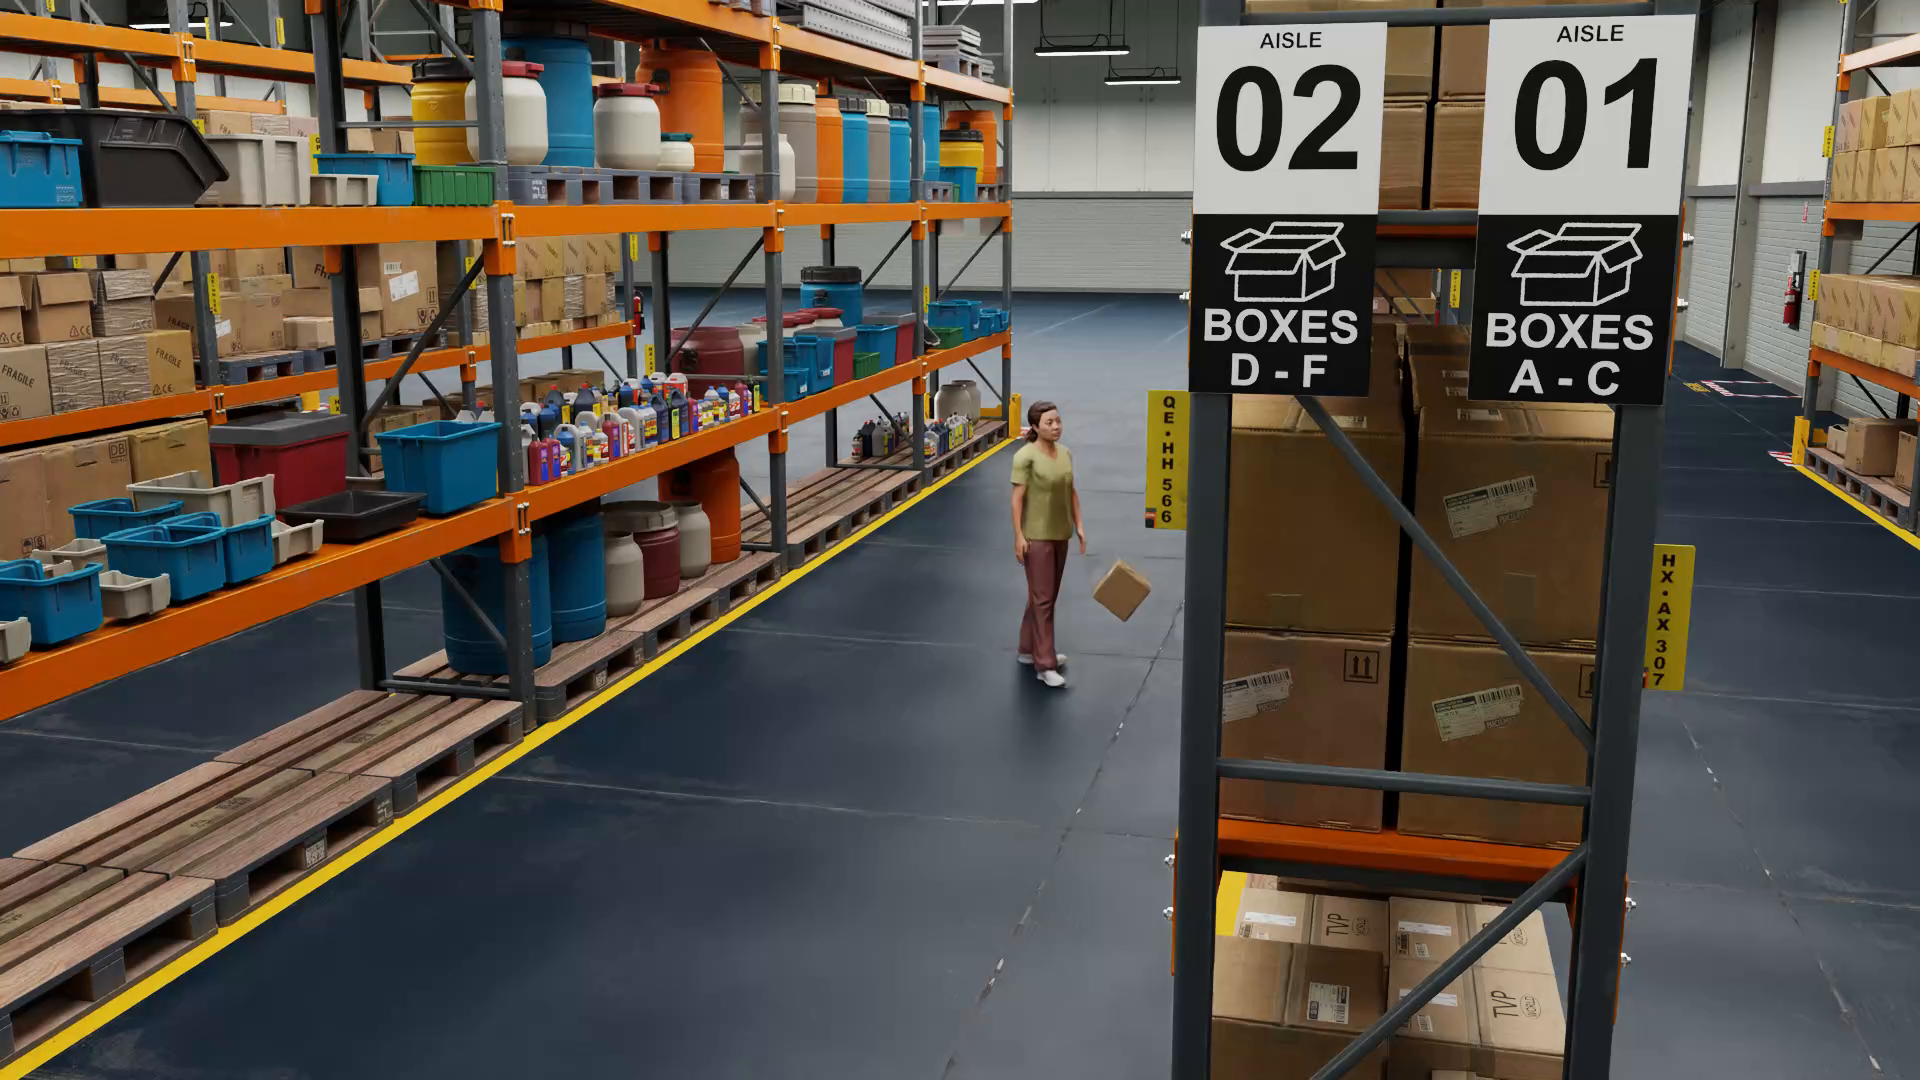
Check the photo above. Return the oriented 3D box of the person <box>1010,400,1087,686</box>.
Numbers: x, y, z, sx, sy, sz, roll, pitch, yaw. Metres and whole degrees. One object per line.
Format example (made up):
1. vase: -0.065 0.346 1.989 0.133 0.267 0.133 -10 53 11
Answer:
1. person: 0.527 0.000 9.943 0.544 1.667 0.607 -10 15 -41
